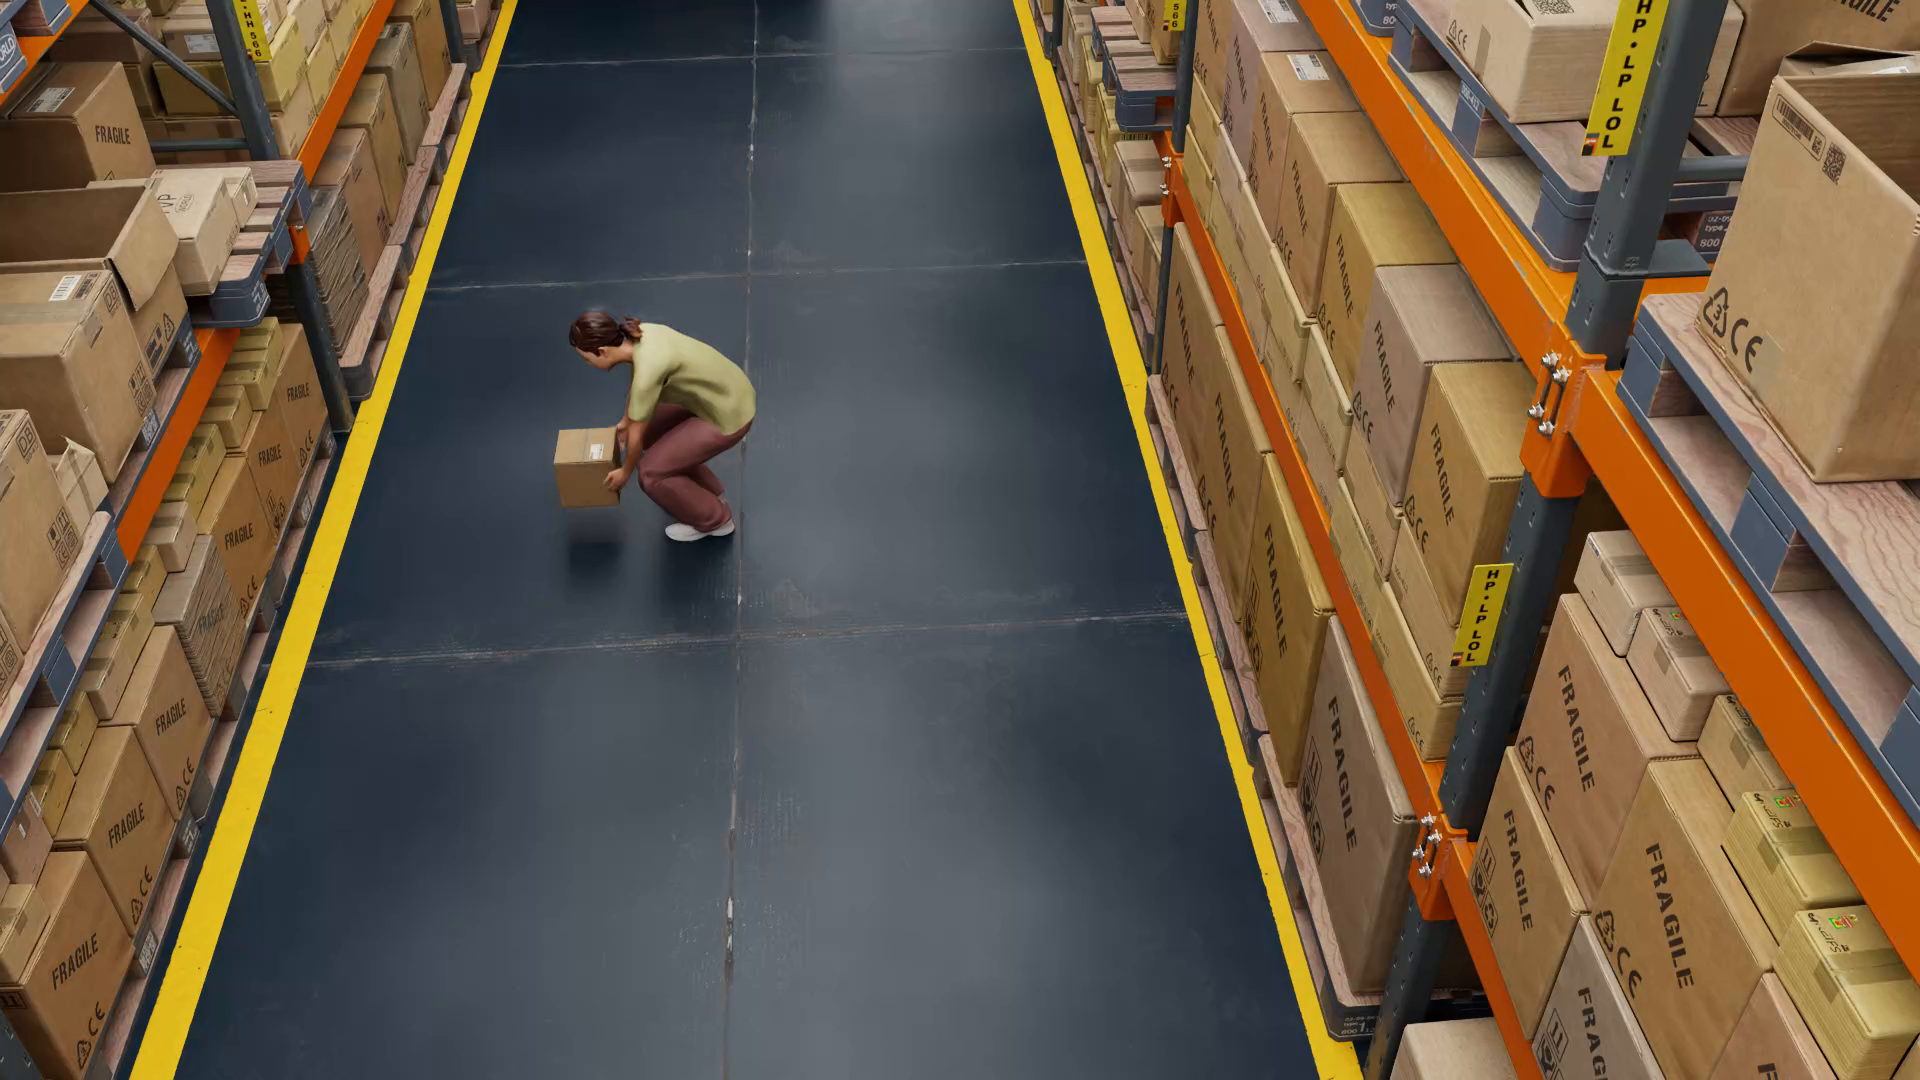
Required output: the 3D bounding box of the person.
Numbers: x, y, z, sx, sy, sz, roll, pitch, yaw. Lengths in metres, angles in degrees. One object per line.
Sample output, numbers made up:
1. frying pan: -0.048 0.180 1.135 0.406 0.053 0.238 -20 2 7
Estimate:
1. person: -1.251 -0.460 7.244 0.740 1.013 0.502 -3 39 -4
